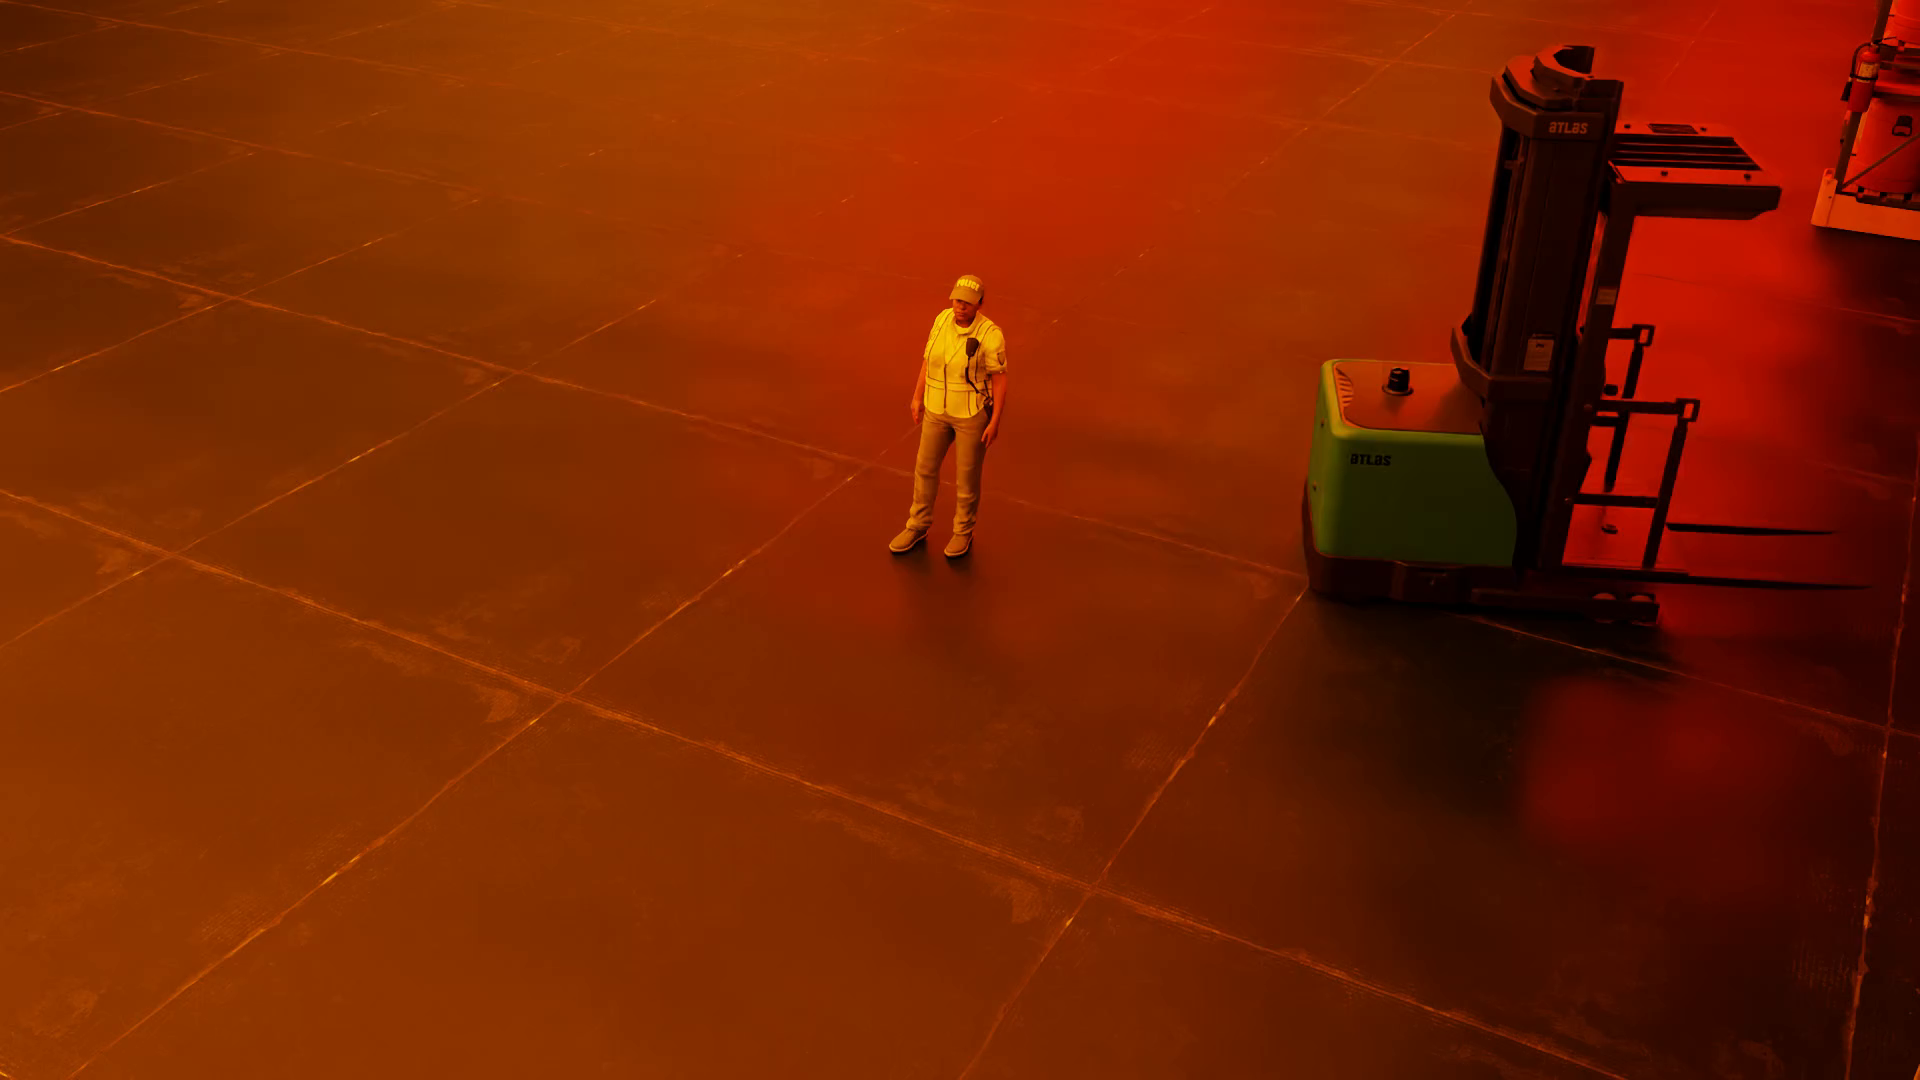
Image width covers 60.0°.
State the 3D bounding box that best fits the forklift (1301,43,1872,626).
[{"bbox_3d":[3.538,-1.079,8.940,3.031,2.935,1.130,4,30,6],"label":"forklift"}]

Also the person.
[{"bbox_3d":[-0.057,-0.701,9.534,0.598,1.670,0.529,15,33,25],"label":"person"}]
